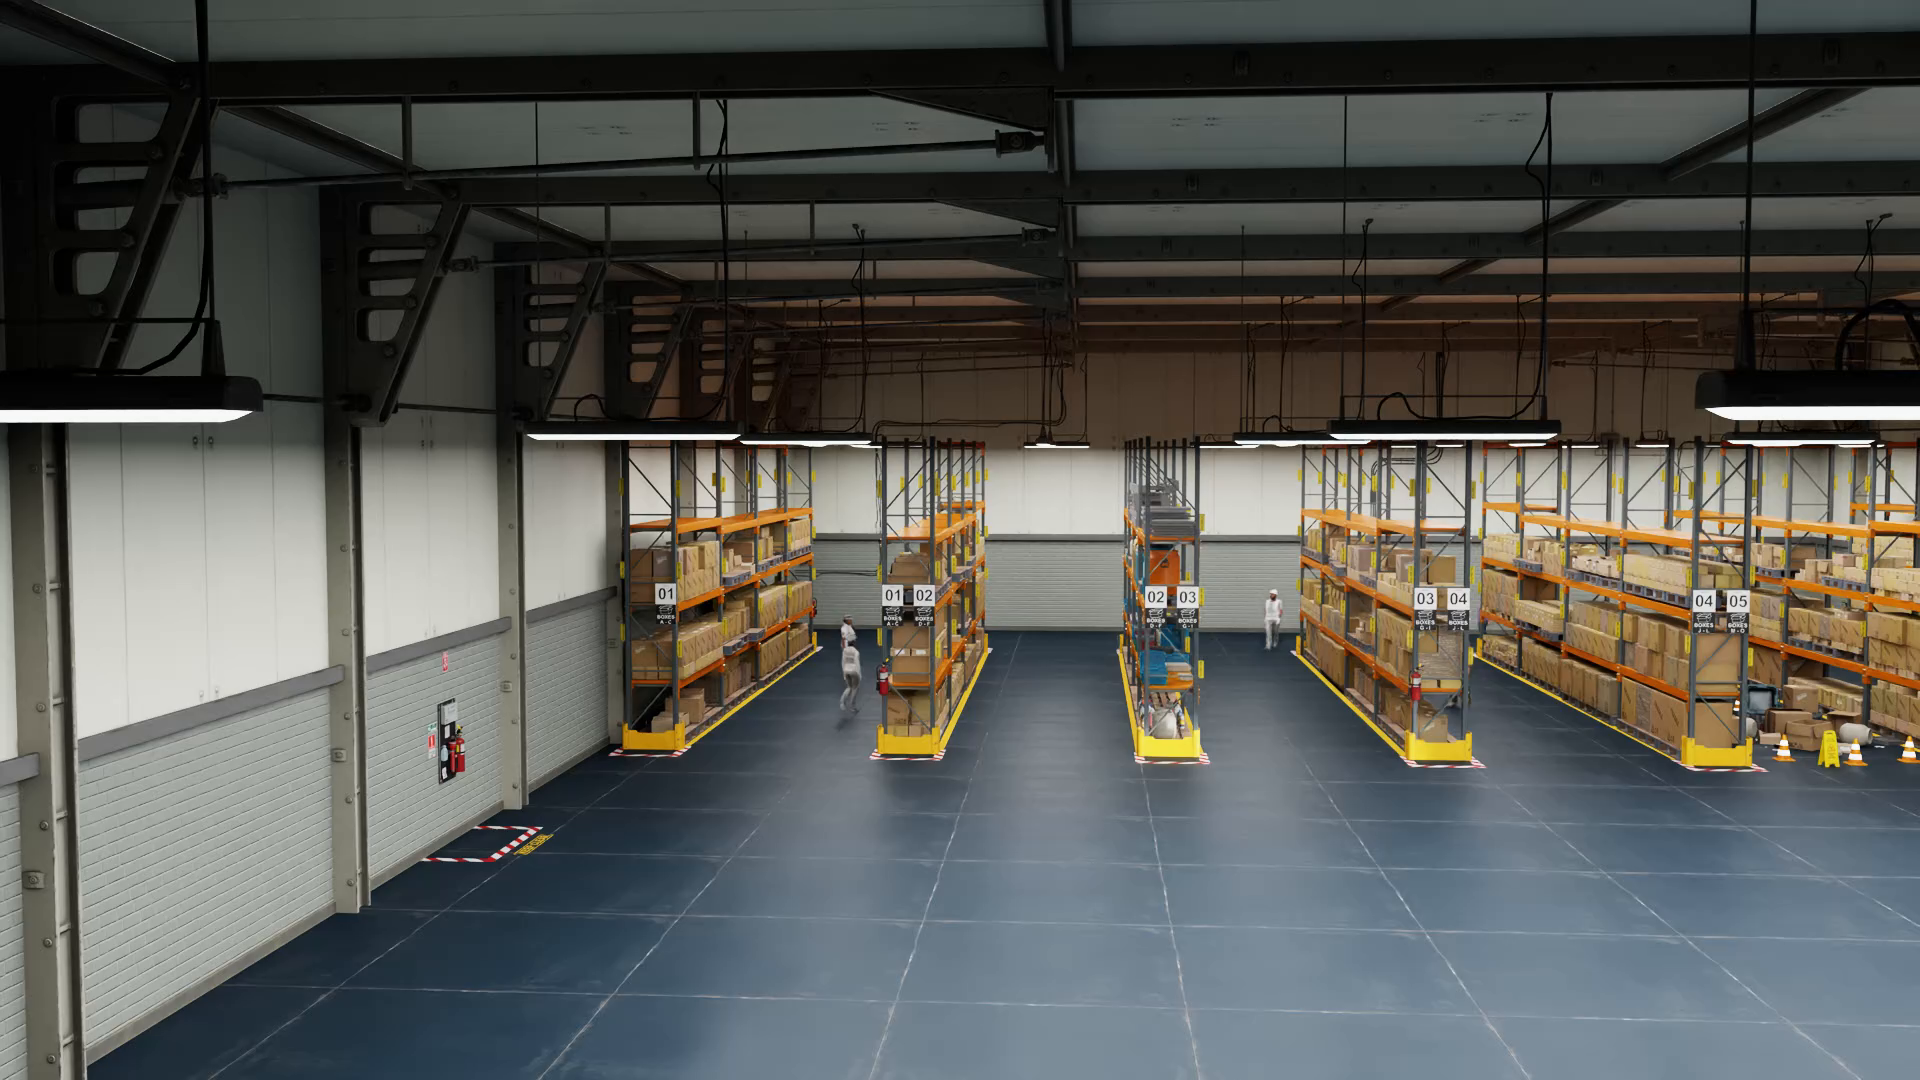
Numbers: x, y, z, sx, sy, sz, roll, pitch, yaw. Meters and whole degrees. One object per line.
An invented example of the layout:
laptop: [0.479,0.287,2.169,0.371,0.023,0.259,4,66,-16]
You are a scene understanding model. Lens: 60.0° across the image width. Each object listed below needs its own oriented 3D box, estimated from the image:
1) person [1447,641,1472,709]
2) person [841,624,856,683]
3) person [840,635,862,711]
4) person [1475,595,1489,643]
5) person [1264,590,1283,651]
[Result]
person: [11.098,2.848,37.054,0.426,1.781,0.631,-2,3,-27]
person: [-2.776,2.835,41.273,0.358,1.523,0.508,1,3,16]
person: [-2.398,2.917,36.436,0.495,1.685,0.496,2,4,38]
person: [15.041,2.343,47.900,0.418,1.596,0.426,-2,4,-32]
person: [8.998,2.295,47.788,0.522,1.739,1.073,0,3,7]
